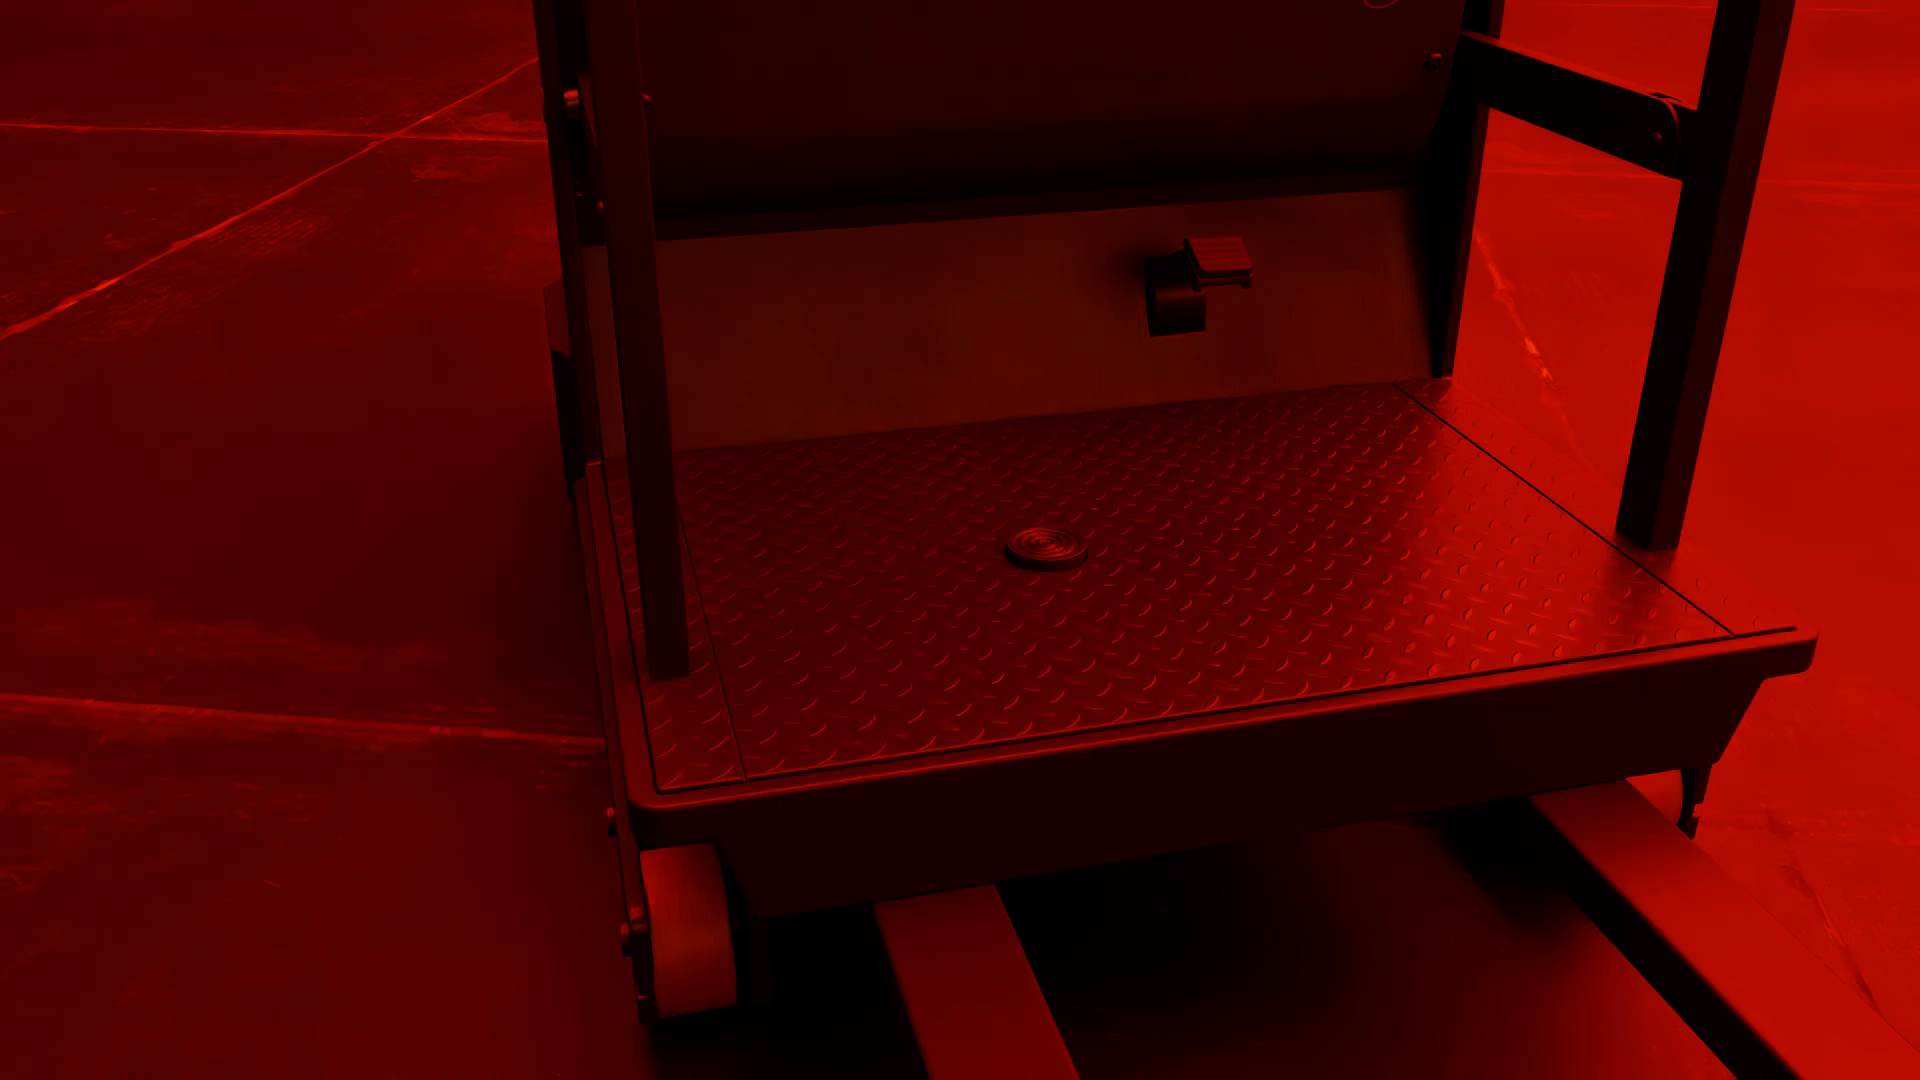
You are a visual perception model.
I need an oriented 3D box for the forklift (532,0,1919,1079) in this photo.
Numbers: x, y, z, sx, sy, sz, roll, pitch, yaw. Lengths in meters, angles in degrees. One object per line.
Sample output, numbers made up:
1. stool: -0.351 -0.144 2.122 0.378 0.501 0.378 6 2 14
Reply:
1. forklift: 0.153 -1.049 1.319 1.130 2.935 3.031 -7 27 -13
